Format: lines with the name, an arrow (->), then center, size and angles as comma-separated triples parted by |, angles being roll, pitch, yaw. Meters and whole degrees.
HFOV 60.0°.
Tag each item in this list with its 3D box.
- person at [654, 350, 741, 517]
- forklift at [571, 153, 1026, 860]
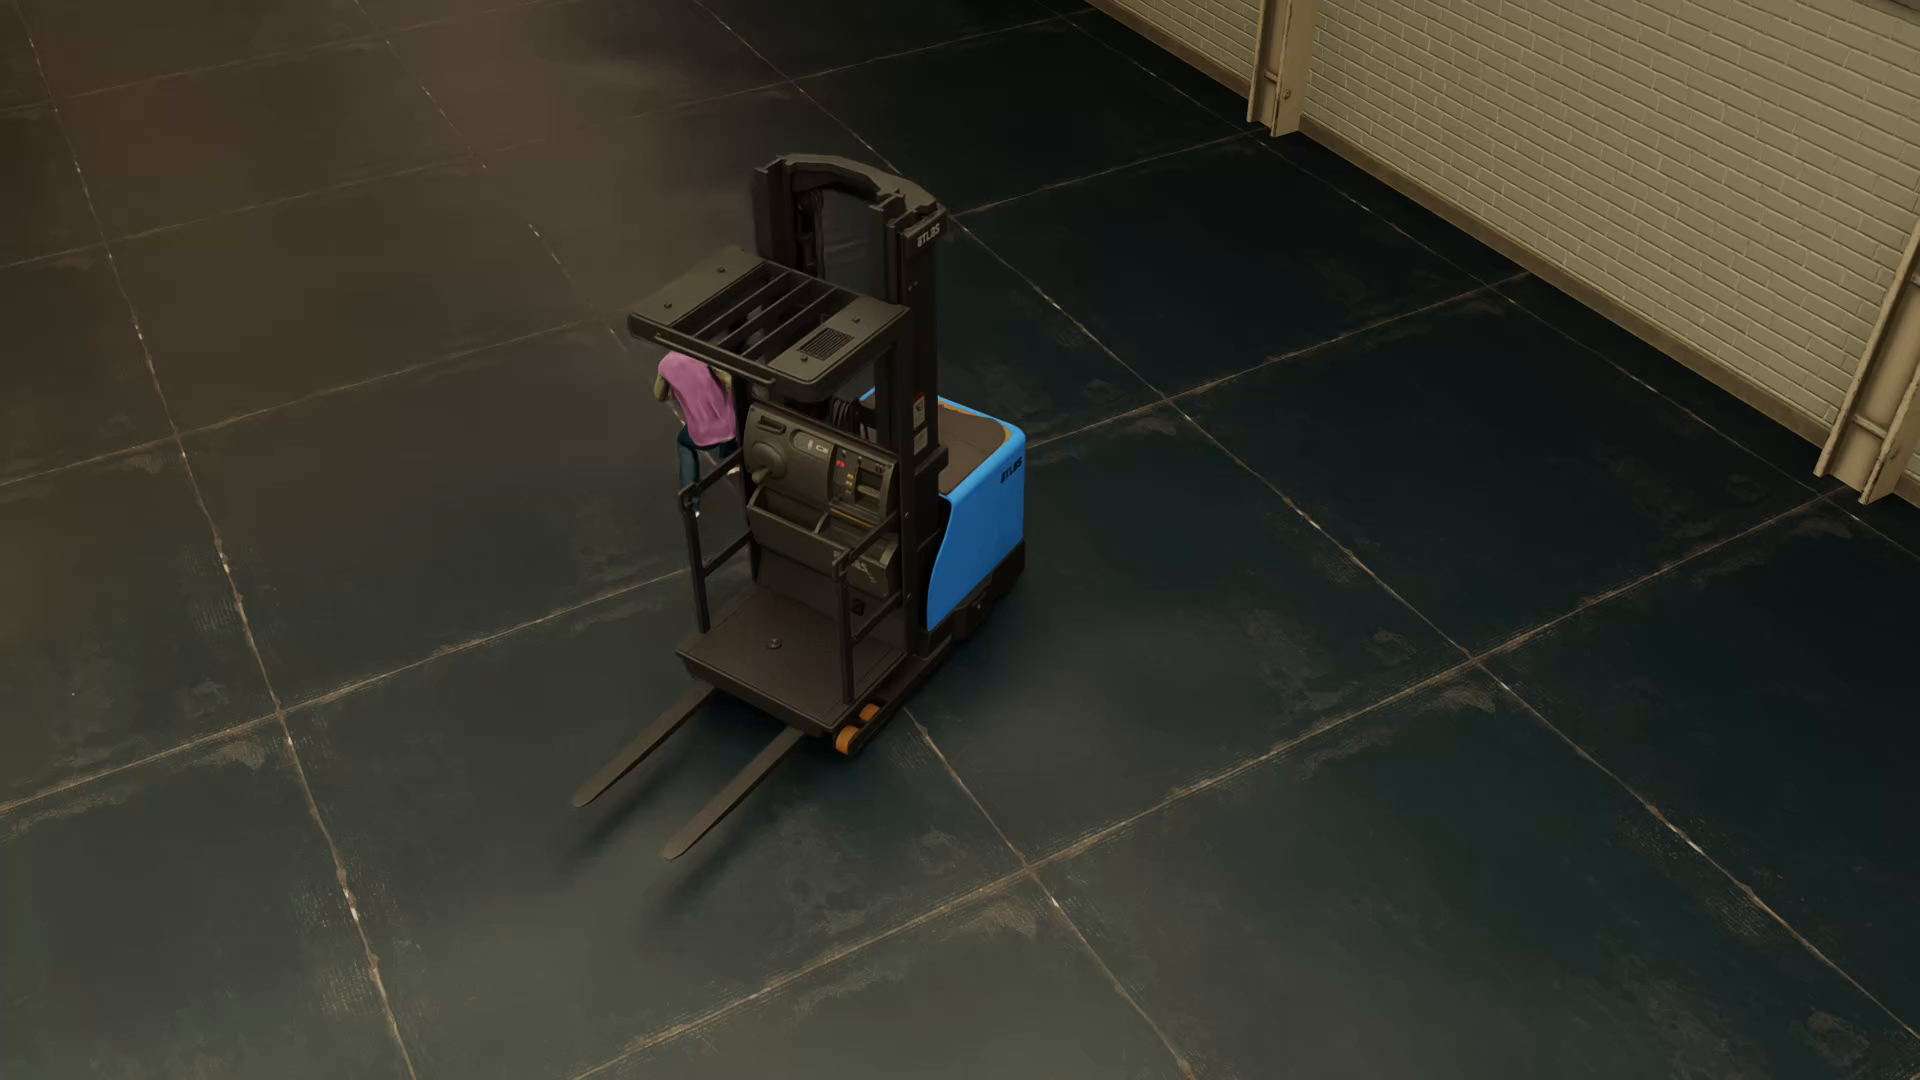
person -> -1.546, -0.813, 10.257 | 0.649, 1.389, 0.636 | -7, 40, -9
forklift -> -0.848, -0.318, 8.419 | 1.130, 2.935, 3.031 | 23, 45, 25
